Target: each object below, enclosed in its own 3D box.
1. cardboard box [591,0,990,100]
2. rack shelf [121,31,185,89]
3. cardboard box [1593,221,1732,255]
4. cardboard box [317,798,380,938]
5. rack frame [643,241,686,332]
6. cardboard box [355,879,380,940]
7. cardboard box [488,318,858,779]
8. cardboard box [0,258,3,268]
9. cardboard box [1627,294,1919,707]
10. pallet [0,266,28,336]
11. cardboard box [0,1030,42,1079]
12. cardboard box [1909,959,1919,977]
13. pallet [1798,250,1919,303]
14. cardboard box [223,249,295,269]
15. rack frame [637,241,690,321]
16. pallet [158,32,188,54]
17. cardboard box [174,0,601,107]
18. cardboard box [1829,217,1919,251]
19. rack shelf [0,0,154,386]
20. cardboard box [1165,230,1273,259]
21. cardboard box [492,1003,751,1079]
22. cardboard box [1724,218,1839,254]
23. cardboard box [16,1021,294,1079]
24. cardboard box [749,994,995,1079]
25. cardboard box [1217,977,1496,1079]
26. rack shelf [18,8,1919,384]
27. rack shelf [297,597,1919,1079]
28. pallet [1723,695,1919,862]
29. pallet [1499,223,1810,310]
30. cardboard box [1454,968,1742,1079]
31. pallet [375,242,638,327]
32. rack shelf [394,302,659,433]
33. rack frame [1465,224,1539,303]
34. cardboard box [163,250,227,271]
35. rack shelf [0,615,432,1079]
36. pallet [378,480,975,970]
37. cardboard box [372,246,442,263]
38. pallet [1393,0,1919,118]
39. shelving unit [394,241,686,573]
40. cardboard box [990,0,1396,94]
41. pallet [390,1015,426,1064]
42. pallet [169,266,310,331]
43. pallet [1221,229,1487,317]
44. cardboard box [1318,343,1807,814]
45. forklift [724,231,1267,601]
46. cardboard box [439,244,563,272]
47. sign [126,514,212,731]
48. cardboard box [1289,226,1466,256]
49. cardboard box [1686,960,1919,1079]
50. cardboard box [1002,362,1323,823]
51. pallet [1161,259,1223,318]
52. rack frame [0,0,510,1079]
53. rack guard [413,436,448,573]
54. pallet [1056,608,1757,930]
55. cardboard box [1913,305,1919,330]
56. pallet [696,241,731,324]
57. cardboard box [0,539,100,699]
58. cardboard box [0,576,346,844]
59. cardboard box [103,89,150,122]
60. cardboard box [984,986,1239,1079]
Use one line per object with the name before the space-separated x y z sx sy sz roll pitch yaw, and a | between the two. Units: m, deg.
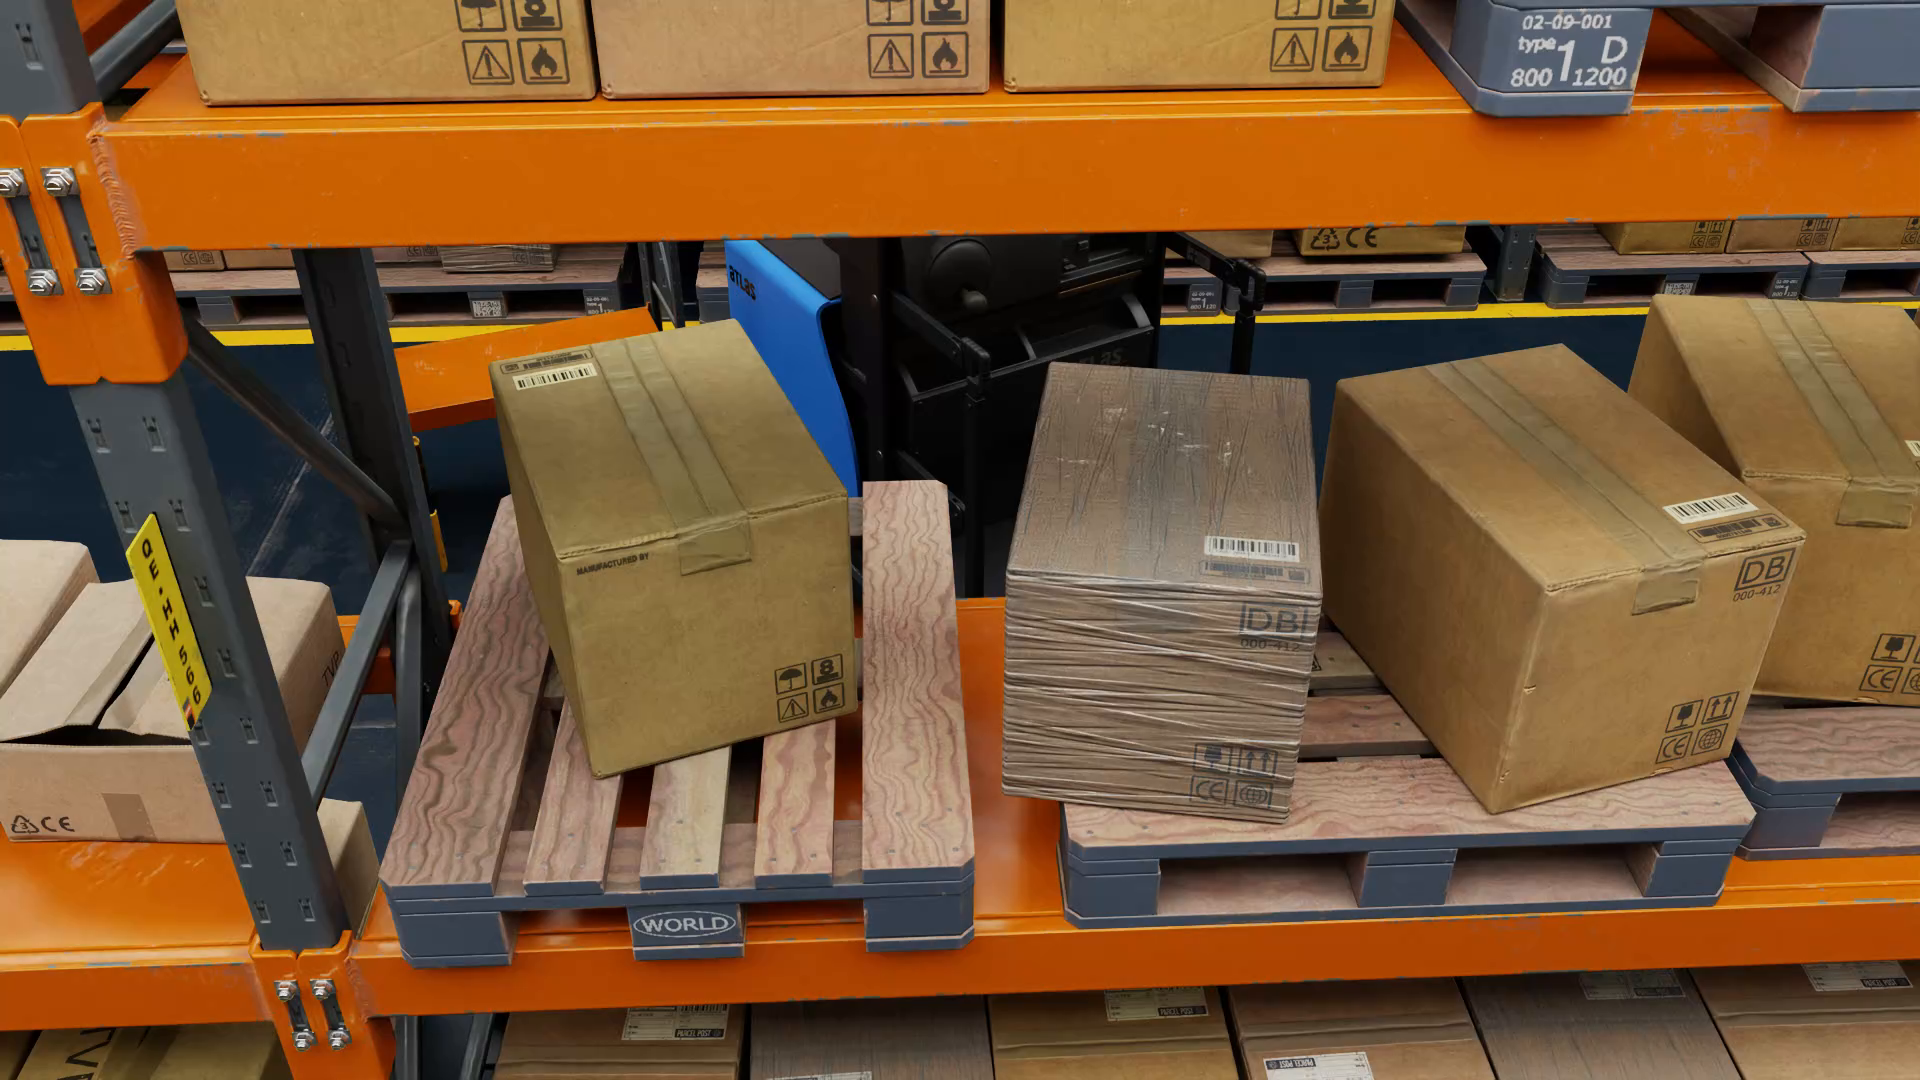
cardboard box | -0.233 -1.035 2.386 0.500 0.500 0.910 -2 35 -2
rack shelf | -3.413 -2.182 7.399 4.000 0.370 1.077 -2 35 -2
cardboard box | 3.333 -1.746 7.964 0.500 0.500 0.700 -1 35 -2
cardboard box | -1.714 0.859 3.927 0.500 0.311 0.500 0 35 -1
rack frame | -1.089 -0.857 6.171 0.032 1.500 0.500 -13 37 -18
cardboard box | -1.714 1.089 4.087 0.500 0.250 0.500 -2 35 -2
cardboard box | -0.553 -0.010 3.172 0.500 0.500 0.700 -13 37 -18
cardboard box | -4.676 -1.606 7.745 0.500 0.500 0.700 0 35 -1
cardboard box | 1.651 -0.097 3.297 0.500 0.500 0.700 4 35 5
pallet | -4.633 -1.299 7.941 1.213 0.211 1.003 -2 35 -2
cardboard box | -2.207 1.184 3.458 0.500 0.311 0.500 -2 35 -3
cardboard box | 2.340 1.200 3.691 0.500 0.500 0.500 -2 35 -2
pallet | 4.566 -1.503 8.236 1.213 0.211 1.003 -2 35 -2
cardboard box | -3.147 -1.658 7.820 0.500 0.500 0.700 -2 35 -2
rack frame | -1.415 -2.531 7.272 0.127 3.000 1.000 -2 35 -2
pallet | -3.390 -2.376 7.216 1.213 0.211 1.003 -2 35 -2
cardboard box | -0.742 -1.021 2.366 0.500 0.500 0.910 -2 35 -2
cardboard box | 4.347 -1.770 7.999 0.500 0.500 0.700 -1 35 -1
rack shelf | -3.174 -0.599 2.477 4.000 0.370 1.077 -2 35 -2
cardboard box | 1.050 -1.811 7.751 0.750 0.750 0.750 -1 35 -1
cardboard box | -0.708 1.281 3.572 0.500 0.500 0.500 0 35 0
cardboard box | 3.835 -1.758 7.981 0.500 0.500 0.700 -2 35 -3
cardboard box | -1.688 1.166 3.484 0.500 0.311 0.500 -1 35 -1
cardboard box | -0.186 1.264 3.597 0.500 0.500 0.500 -3 35 -4
cardboard box | 0.837 1.237 3.637 0.500 0.500 0.500 -3 35 -4
rack shelf | 0.821 -0.707 2.632 4.000 0.370 1.077 -2 35 -2
rack shelf | 0.821 0.526 3.486 4.000 0.370 1.077 -2 35 -2
pallet | 2.016 0.215 3.472 1.213 0.211 1.003 -2 35 -2
pallet | 3.344 -1.469 8.187 1.213 0.211 1.003 -2 35 -2
cardboard box | 1.345 1.222 3.659 0.500 0.500 0.500 -1 35 -2
pallet | -2.195 -1.365 8.036 1.213 0.211 1.003 -2 35 -2
rack shelf | -1.561 -0.603 6.119 1.000 0.185 0.538 -13 37 -18
rack frame | 2.581 -2.639 7.428 0.127 3.000 1.000 -2 35 -2
cardboard box | -3.651 -1.639 7.793 0.500 0.500 0.700 -1 35 -2
rack shelf | -3.174 0.634 3.330 4.000 0.370 1.077 -2 35 -2
pallet | -0.503 0.305 3.342 1.003 0.211 1.213 -2 35 -2
cardboard box | -2.652 -1.688 7.863 0.500 0.500 0.700 -2 35 -2
pallet | 1.128 -0.972 2.548 1.003 0.211 1.213 -2 35 -2
shelving unit | -1.553 -0.753 6.020 1.083 1.500 0.587 -13 37 -18
cardboard box | 0.287 -1.049 2.406 0.500 0.500 0.910 -2 35 -2
pallet | -2.001 1.431 3.997 1.213 0.211 1.003 -2 35 -2
pallet | -3.411 -1.333 7.991 1.213 0.211 1.003 -2 35 -2
pallet | 1.814 -1.429 8.129 1.213 0.211 1.003 -2 35 -2
cardboard box | 1.057 0.045 3.092 0.500 0.500 0.700 -10 36 -14
forklift | 0.326 -0.903 4.979 1.130 2.935 3.031 -19 39 -25
cardboard box | -2.131 -1.635 7.787 0.500 0.500 0.700 -1 35 -2
sign | -1.147 0.124 2.418 0.005 0.325 0.100 -2 35 -2
cardboard box | 1.938 -1.836 7.788 0.750 0.750 0.750 -1 35 -2
cardboard box | 1.845 1.208 3.678 0.500 0.500 0.500 -1 35 -2
cardboard box | 0.370 0.073 3.051 0.500 0.500 0.700 5 35 7
pallet | 0.592 -1.394 8.079 1.213 0.211 1.003 -2 35 -2
rack frame | -1.177 0.284 3.203 0.127 3.000 1.000 -2 35 -2
rack guard | -2.016 -0.135 6.225 0.087 0.250 0.587 -13 37 -18
pallet | 0.766 0.308 3.337 1.213 0.211 1.003 -2 35 -2
cardboard box | 2.335 -0.152 3.376 0.500 0.500 0.700 -13 37 -18
pallet | -0.624 -1.363 8.034 1.213 0.211 1.003 -2 35 -2
cardboard box | -2.079 0.235 3.353 0.500 0.311 0.500 -2 35 -3
cardboard box | -1.542 0.306 3.250 0.500 0.311 0.500 1 35 1
cardboard box | -3.717 -1.944 7.575 0.500 0.250 0.500 -2 35 -4
cardboard box | 0.316 1.254 3.613 0.500 0.500 0.500 -2 35 -3
